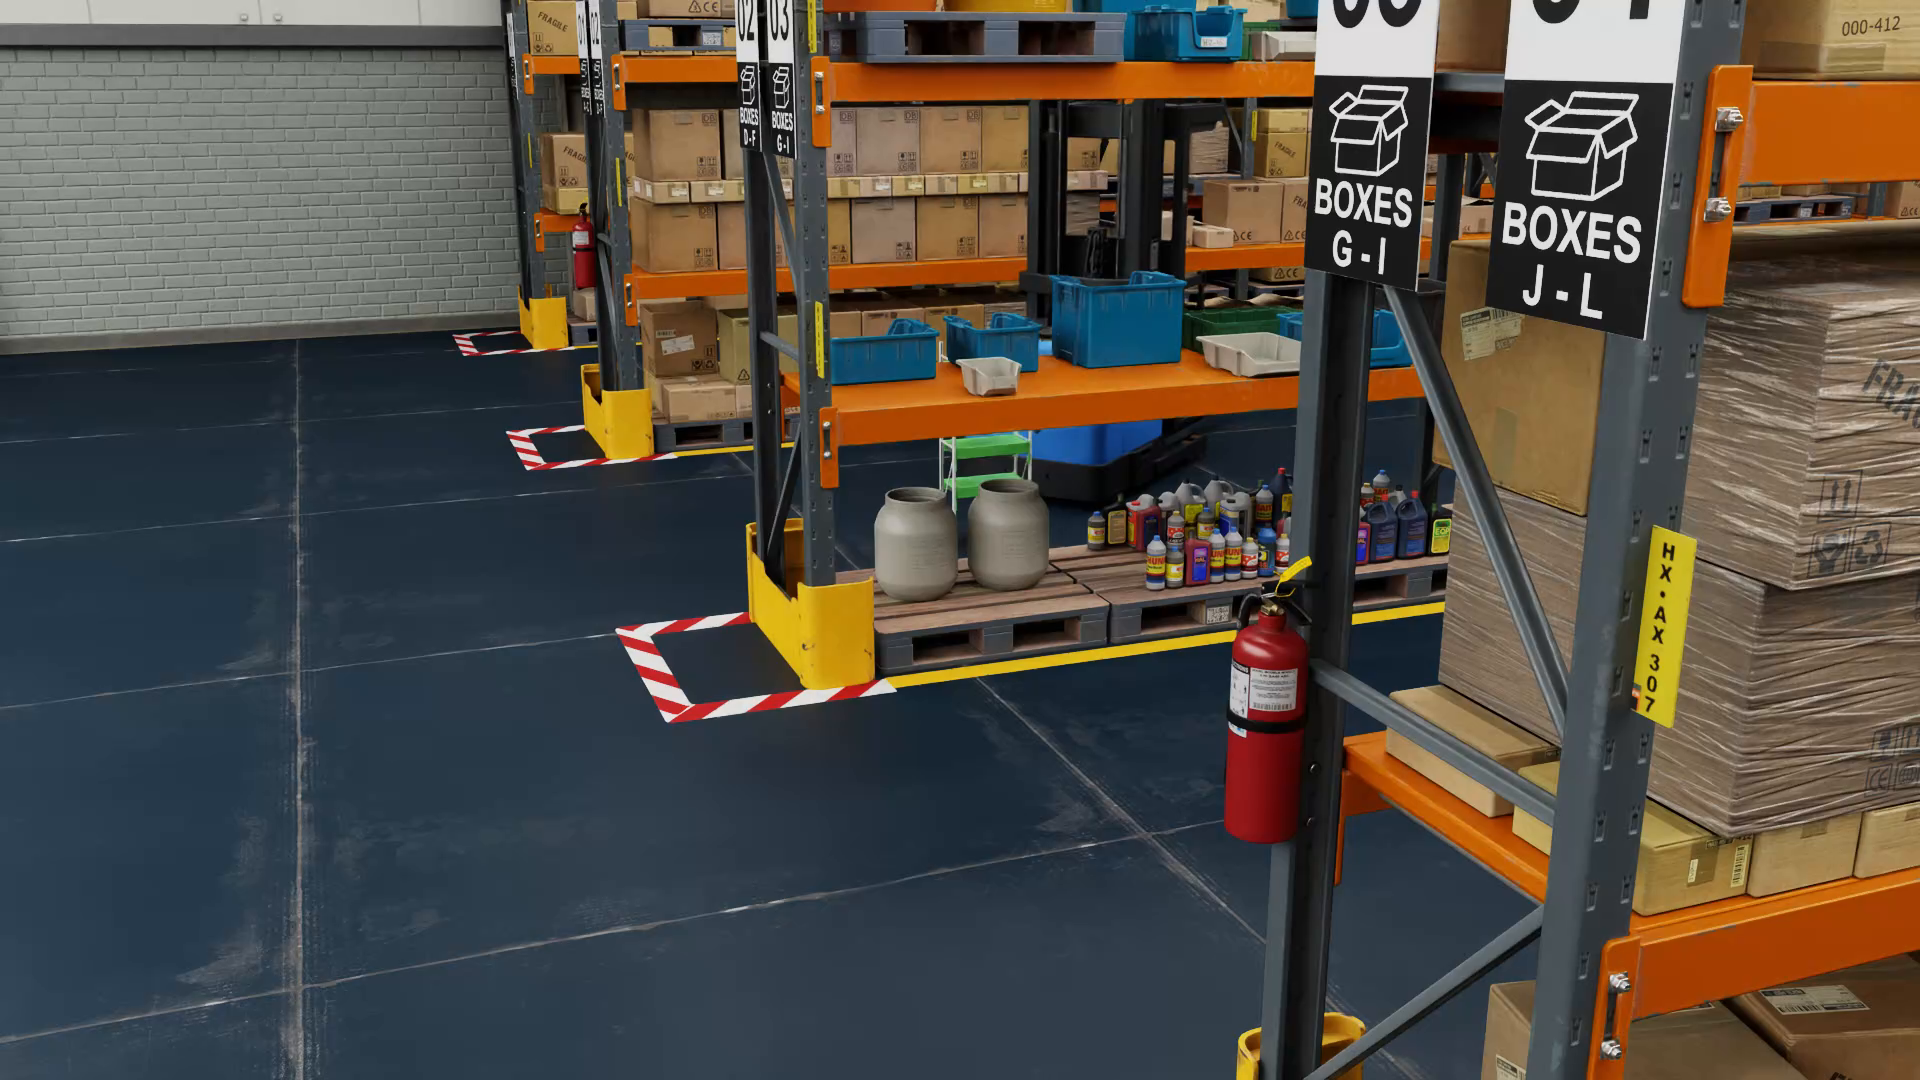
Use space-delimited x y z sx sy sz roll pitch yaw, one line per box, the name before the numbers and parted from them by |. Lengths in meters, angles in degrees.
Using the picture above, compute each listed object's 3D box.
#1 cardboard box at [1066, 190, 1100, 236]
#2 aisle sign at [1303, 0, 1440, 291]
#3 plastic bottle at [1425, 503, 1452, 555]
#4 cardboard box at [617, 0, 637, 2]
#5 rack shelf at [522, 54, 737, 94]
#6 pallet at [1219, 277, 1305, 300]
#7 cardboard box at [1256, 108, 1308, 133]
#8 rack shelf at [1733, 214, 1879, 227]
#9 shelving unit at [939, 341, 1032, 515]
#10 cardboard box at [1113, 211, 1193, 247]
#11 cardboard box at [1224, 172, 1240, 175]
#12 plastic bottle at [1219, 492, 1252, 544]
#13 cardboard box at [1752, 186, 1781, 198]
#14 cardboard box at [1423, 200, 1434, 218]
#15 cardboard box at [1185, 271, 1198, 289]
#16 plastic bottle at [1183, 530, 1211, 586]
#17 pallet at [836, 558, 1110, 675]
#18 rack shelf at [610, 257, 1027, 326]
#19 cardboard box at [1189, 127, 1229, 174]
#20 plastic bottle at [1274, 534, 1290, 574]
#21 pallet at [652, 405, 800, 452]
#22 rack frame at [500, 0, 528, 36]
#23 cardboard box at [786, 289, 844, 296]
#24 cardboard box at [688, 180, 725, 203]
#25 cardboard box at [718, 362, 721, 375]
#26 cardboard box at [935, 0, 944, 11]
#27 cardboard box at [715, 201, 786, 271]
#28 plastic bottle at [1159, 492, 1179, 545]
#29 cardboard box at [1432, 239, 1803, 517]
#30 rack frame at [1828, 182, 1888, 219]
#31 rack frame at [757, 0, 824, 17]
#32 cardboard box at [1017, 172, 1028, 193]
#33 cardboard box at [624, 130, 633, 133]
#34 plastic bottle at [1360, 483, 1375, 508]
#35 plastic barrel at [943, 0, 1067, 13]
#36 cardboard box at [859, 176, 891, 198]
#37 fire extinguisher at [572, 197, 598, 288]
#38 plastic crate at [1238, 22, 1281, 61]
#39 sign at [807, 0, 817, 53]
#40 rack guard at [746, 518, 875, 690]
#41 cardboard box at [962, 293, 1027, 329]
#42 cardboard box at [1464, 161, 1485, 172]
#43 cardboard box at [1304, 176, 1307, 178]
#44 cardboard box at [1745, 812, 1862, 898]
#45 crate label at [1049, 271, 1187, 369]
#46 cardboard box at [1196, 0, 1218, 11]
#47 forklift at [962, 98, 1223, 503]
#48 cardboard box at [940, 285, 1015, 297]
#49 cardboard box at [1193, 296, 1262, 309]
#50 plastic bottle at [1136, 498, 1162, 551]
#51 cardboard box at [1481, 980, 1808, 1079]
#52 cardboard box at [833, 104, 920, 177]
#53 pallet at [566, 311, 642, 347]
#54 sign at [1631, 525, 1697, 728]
cardboard box | 0.748 -2.596 13.437 0.500 0.500 0.700 -7 18 -22
aisle sign | 0.801 -0.904 3.240 0.004 0.787 0.394 -6 17 -20
plastic bottle | 2.597 -0.063 9.030 0.133 0.283 0.061 -5 17 -17
cardboard box | -3.418 -5.483 16.134 0.500 0.500 0.500 -6 18 -21
rack shelf | -2.484 -4.790 17.038 4.000 0.370 1.077 -6 17 -20
pallet | 3.882 -3.022 20.015 1.213 0.211 1.003 -6 17 -20
cardboard box | 3.662 -4.841 19.190 0.500 0.250 0.500 -6 17 -19
rack shelf | 6.762 -2.854 15.770 4.000 0.370 1.077 -6 17 -20
shelving unit | 0.155 -0.592 9.986 0.503 1.200 0.258 -6 17 -20
cardboard box | 1.604 -2.583 13.838 0.500 0.250 0.500 -5 17 -17
cardboard box | 3.331 -4.290 19.793 0.250 0.149 0.380 -6 17 -19
plastic bottle | 1.530 -0.124 9.251 0.135 0.276 0.152 -6 17 -20
cardboard box | 7.488 -3.575 16.027 0.500 0.500 0.700 -3 17 -11
cardboard box | 3.990 -2.916 14.861 0.500 0.311 0.500 -6 18 -21
cardboard box | 2.465 -3.226 19.416 0.500 0.500 0.700 -6 17 -19
plastic bottle | 1.216 0.086 8.522 0.133 0.283 0.061 -6 17 -19
pallet | 0.008 0.350 8.532 1.213 0.211 1.003 -6 17 -20
rack shelf | -0.708 -2.047 13.024 4.000 0.370 1.077 -6 17 -20
cardboard box | 2.684 -4.510 19.173 0.500 0.500 0.700 -8 18 -27
plastic bottle | 1.696 0.068 8.729 0.097 0.201 0.097 0 16 0
pallet | -1.876 -0.941 12.929 1.213 0.211 1.003 -6 17 -20
rack frame | -4.351 -6.372 15.827 0.127 3.000 1.000 -6 17 -20
cardboard box | -1.571 -2.794 17.944 0.500 0.500 0.500 -8 18 -24
cardboard box | -1.886 -2.560 12.165 0.250 0.149 0.380 -7 18 -22
cardboard box | -1.718 -1.259 13.195 0.500 0.250 0.500 -6 17 -20
cardboard box | -0.423 -4.219 12.641 0.637 0.503 0.797 -4 17 -14
cardboard box | -1.646 -2.337 12.555 0.500 0.500 0.700 -6 17 -19
plastic bottle | 1.126 -0.124 9.251 0.135 0.276 0.152 -7 18 -22
cardboard box | 1.391 -0.375 3.572 0.500 0.500 0.500 -6 17 -20
rack frame | 8.630 -3.401 16.356 0.127 3.000 1.000 -6 17 -20
rack frame | -0.807 -3.766 6.951 0.127 3.000 1.000 -6 17 -20
cardboard box | 0.507 -2.818 13.043 0.250 0.149 0.380 -7 18 -22
cardboard box | -3.514 -3.943 17.102 0.500 0.500 0.500 -6 17 -19
plastic bottle | 2.379 -0.232 9.751 0.097 0.201 0.097 0 16 0
plastic barrel | 0.213 -2.767 7.793 0.600 0.588 0.600 0 16 0
cardboard box | -0.696 -2.688 12.599 0.250 0.149 0.380 -6 17 -20
fire extinguisher | -2.852 -2.264 12.622 0.183 0.674 0.296 -6 17 -20
plastic crate | 1.358 -2.541 8.479 0.450 0.188 0.336 -6 17 -20
sign | -0.614 -2.186 6.878 0.005 0.325 0.100 -6 17 -20
rack guard | -0.752 0.292 8.217 0.348 0.500 1.175 -6 17 -20
cardboard box | 0.334 -1.685 13.315 0.500 0.500 0.500 -6 17 -20
cardboard box | 6.040 -4.737 20.165 0.500 0.500 0.500 -6 17 -20
cardboard box | 4.026 -4.190 19.452 0.250 0.149 0.380 -6 17 -18
cardboard box | 1.558 0.550 3.347 0.250 0.149 0.380 -6 17 -20
crate label | 0.815 -1.161 8.666 0.616 0.435 0.502 -6 17 -20
cardboard box | 1.739 -4.223 13.351 0.500 0.250 0.500 -4 17 -14
forklift | 1.155 -2.013 11.752 1.130 2.935 3.031 9 18 27
cardboard box | 0.151 -1.819 13.774 0.500 0.500 0.500 -6 17 -20
cardboard box | 2.386 -1.966 14.608 0.500 0.311 0.500 -6 17 -20
plastic bottle | 1.035 -0.086 9.107 0.133 0.283 0.061 -6 17 -20
cardboard box | 1.555 1.355 3.851 0.500 0.500 0.500 -3 17 -10
cardboard box | -0.658 -3.067 12.737 0.500 0.500 0.700 -6 17 -20
pallet | -3.509 -2.236 17.339 1.213 0.211 1.003 -6 17 -20
sign | 1.160 0.143 2.751 0.005 0.325 0.100 -6 17 -20
